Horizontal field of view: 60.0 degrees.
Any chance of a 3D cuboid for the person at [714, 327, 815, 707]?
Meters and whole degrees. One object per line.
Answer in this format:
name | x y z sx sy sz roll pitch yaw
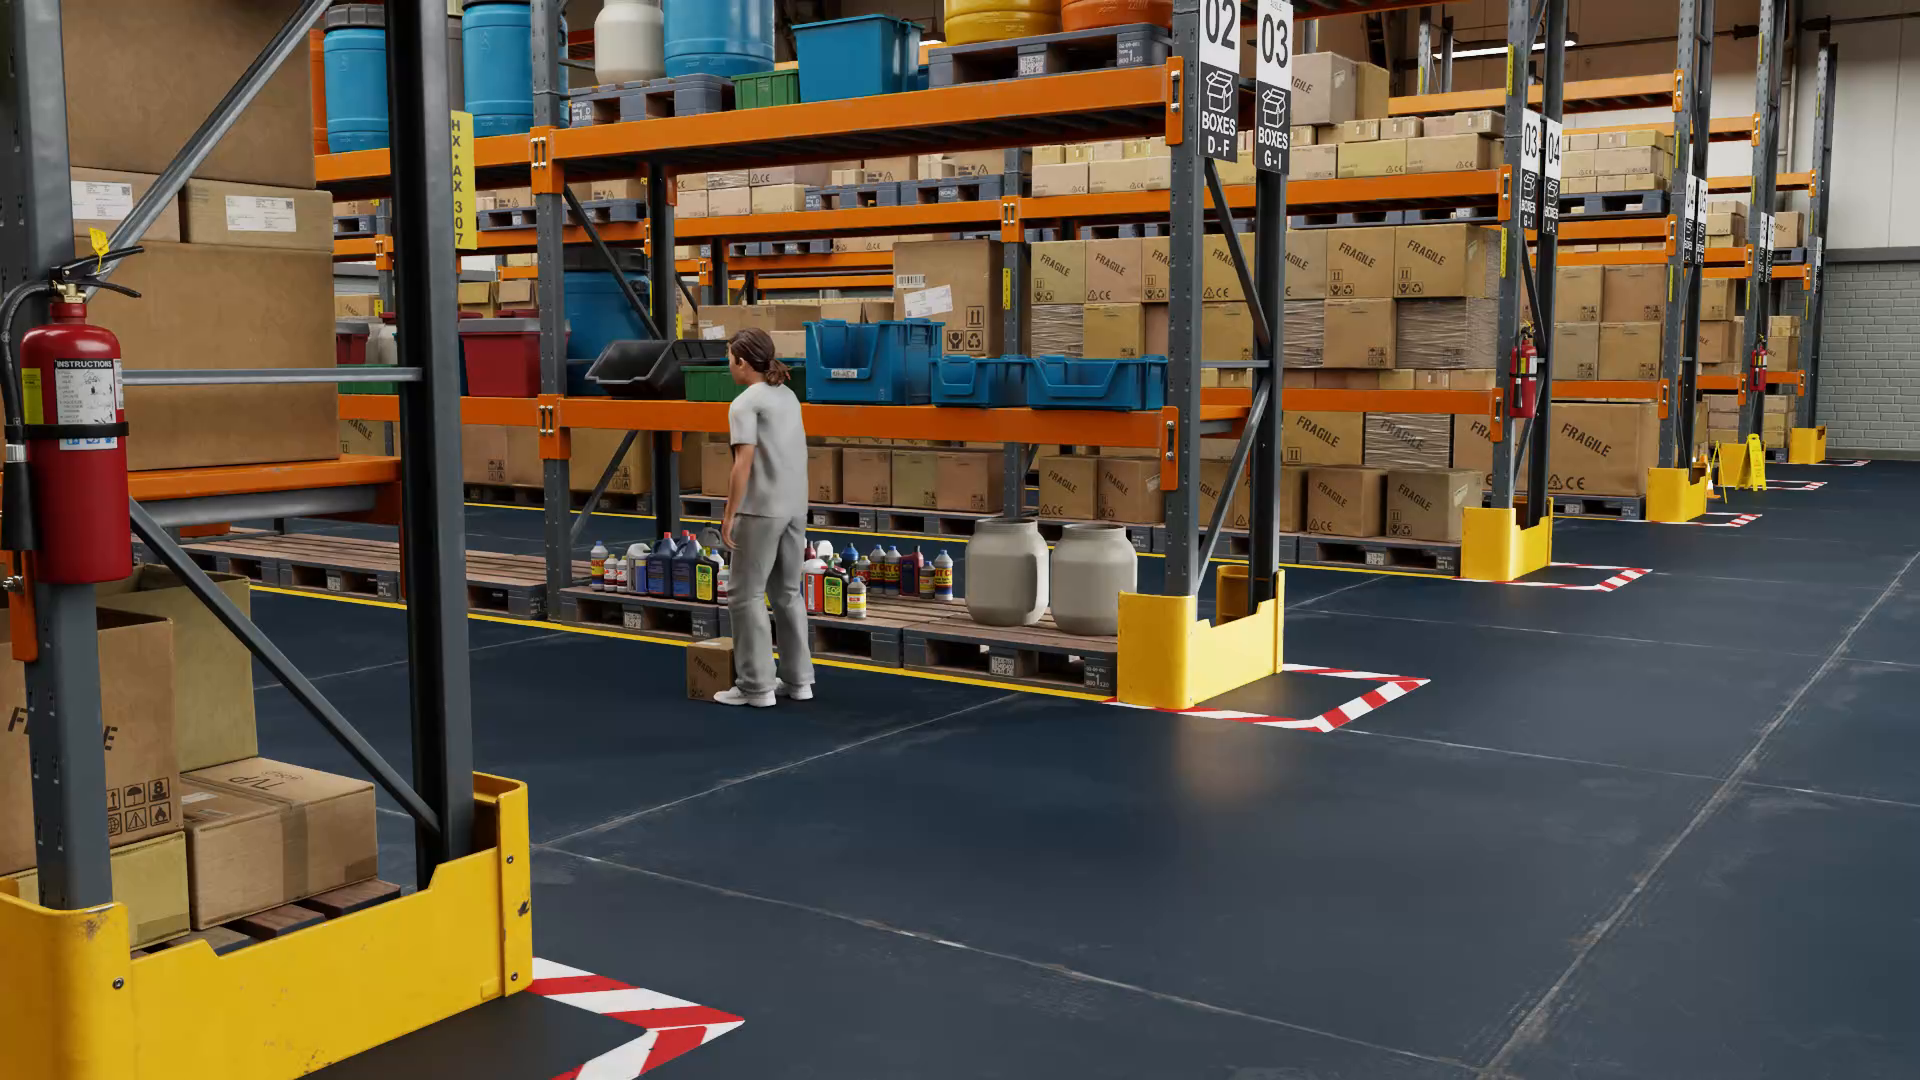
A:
person | -0.882 -0.101 7.375 0.407 1.673 0.511 4 7 31
